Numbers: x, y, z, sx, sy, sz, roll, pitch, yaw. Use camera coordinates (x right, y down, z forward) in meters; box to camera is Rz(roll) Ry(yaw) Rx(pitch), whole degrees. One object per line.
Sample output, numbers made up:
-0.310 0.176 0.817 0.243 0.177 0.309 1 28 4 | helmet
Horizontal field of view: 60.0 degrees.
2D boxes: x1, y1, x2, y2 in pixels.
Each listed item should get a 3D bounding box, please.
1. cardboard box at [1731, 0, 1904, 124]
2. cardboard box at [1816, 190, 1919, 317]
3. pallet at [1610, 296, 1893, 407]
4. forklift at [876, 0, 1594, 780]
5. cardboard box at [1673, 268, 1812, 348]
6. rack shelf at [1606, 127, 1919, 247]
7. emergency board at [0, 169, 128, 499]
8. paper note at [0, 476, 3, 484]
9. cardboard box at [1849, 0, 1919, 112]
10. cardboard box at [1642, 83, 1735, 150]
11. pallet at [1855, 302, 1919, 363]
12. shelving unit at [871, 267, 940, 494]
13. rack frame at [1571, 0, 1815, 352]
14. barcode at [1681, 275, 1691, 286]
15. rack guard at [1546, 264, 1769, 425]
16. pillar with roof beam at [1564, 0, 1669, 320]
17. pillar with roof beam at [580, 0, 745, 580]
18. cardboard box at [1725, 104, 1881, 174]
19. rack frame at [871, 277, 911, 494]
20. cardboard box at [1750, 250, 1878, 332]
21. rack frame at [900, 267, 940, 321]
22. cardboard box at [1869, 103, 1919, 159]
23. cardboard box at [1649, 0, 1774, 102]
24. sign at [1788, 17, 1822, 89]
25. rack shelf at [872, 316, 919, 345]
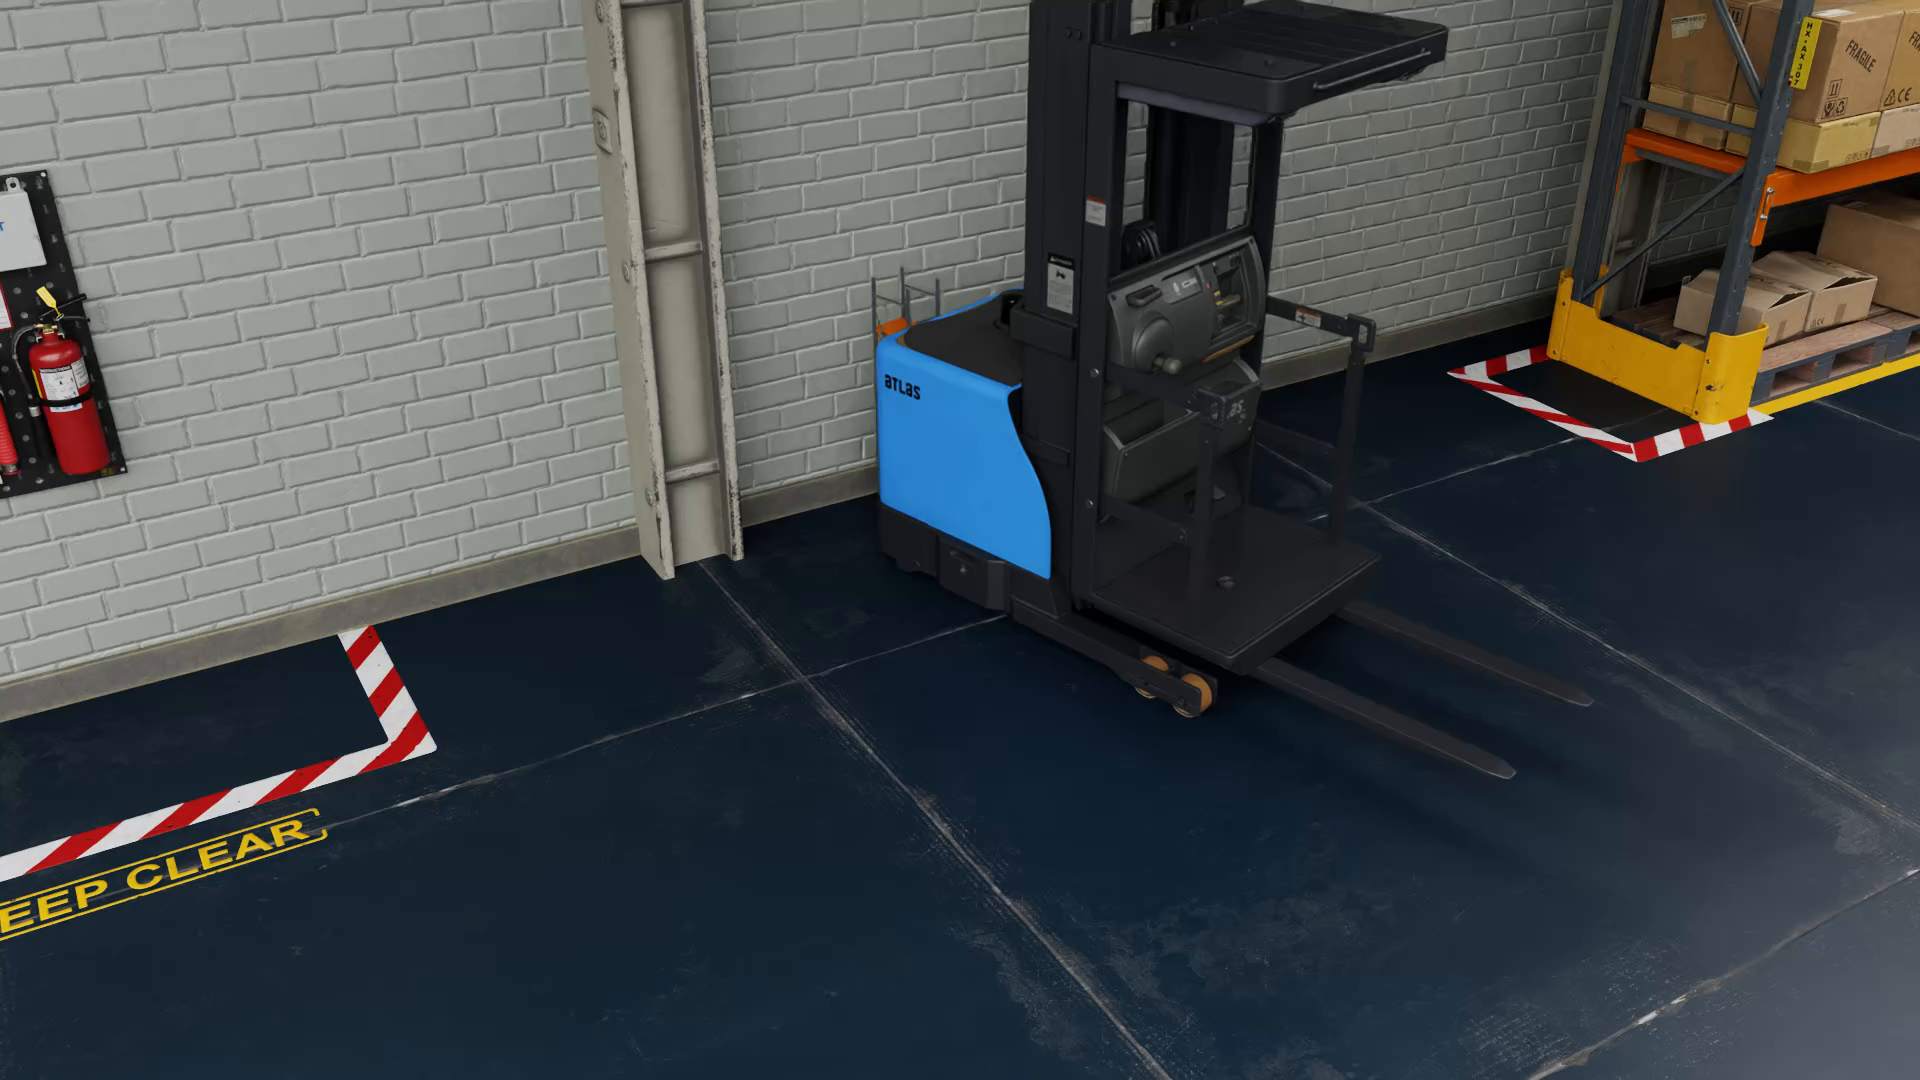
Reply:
4.341 -2.447 8.438 0.500 0.500 0.500 -16 33 -26 | cardboard box
5.568 -1.712 9.880 0.500 0.500 0.700 -18 34 -29 | cardboard box
4.561 -1.166 9.644 1.213 0.211 1.003 -16 33 -26 | pallet
1.041 -0.876 6.304 3.031 2.935 1.130 25 37 37 | forklift
4.419 -1.331 9.385 0.500 0.311 0.500 -20 35 -32 | cardboard box
5.501 -2.359 9.664 4.000 0.370 1.077 -16 33 -26 | rack shelf
-3.381 -0.658 5.838 0.643 1.169 0.194 -16 33 -26 | emergency board
-3.568 -0.258 6.024 0.142 0.148 0.016 -16 33 -26 | paper note
4.772 -2.564 8.650 0.500 0.500 0.500 -16 33 -26 | cardboard box
4.082 -2.322 8.988 0.500 0.250 0.500 -15 32 -26 | cardboard box
5.611 -1.463 10.182 1.213 0.211 1.003 -16 33 -26 | pallet
-0.241 -0.634 7.656 0.258 1.200 0.189 24 37 37 | shelving unit
3.777 -2.184 8.603 0.127 3.000 1.000 -16 33 -26 | rack frame
4.232 -1.506 9.693 0.075 0.075 0.001 -16 33 -26 | barcode
3.842 -1.108 9.241 0.348 0.500 1.175 -16 33 -26 | rack guard
6.123 -3.549 4.867 0.400 9.000 9.100 -16 33 -26 | pillar with roof beam
0.950 -2.080 2.206 0.400 9.000 9.100 -16 33 -26 | pillar with roof beam
4.358 -2.114 8.611 0.500 0.250 0.500 -17 33 -28 | cardboard box
-0.304 -0.602 7.598 0.240 1.200 0.006 24 37 37 | rack frame
4.910 -1.471 9.638 0.500 0.311 0.500 -13 31 -22 | cardboard box
-0.178 -0.667 7.715 0.240 1.200 0.006 24 37 37 | rack frame
4.799 -2.247 8.852 0.500 0.250 0.500 -17 33 -28 | cardboard box
4.076 -2.659 8.823 0.500 0.500 0.500 -16 33 -27 | cardboard box
4.052 -2.337 7.984 0.005 0.325 0.100 -16 33 -26 | sign
-0.242 -0.911 7.505 0.258 0.103 0.180 24 37 37 | rack shelf
